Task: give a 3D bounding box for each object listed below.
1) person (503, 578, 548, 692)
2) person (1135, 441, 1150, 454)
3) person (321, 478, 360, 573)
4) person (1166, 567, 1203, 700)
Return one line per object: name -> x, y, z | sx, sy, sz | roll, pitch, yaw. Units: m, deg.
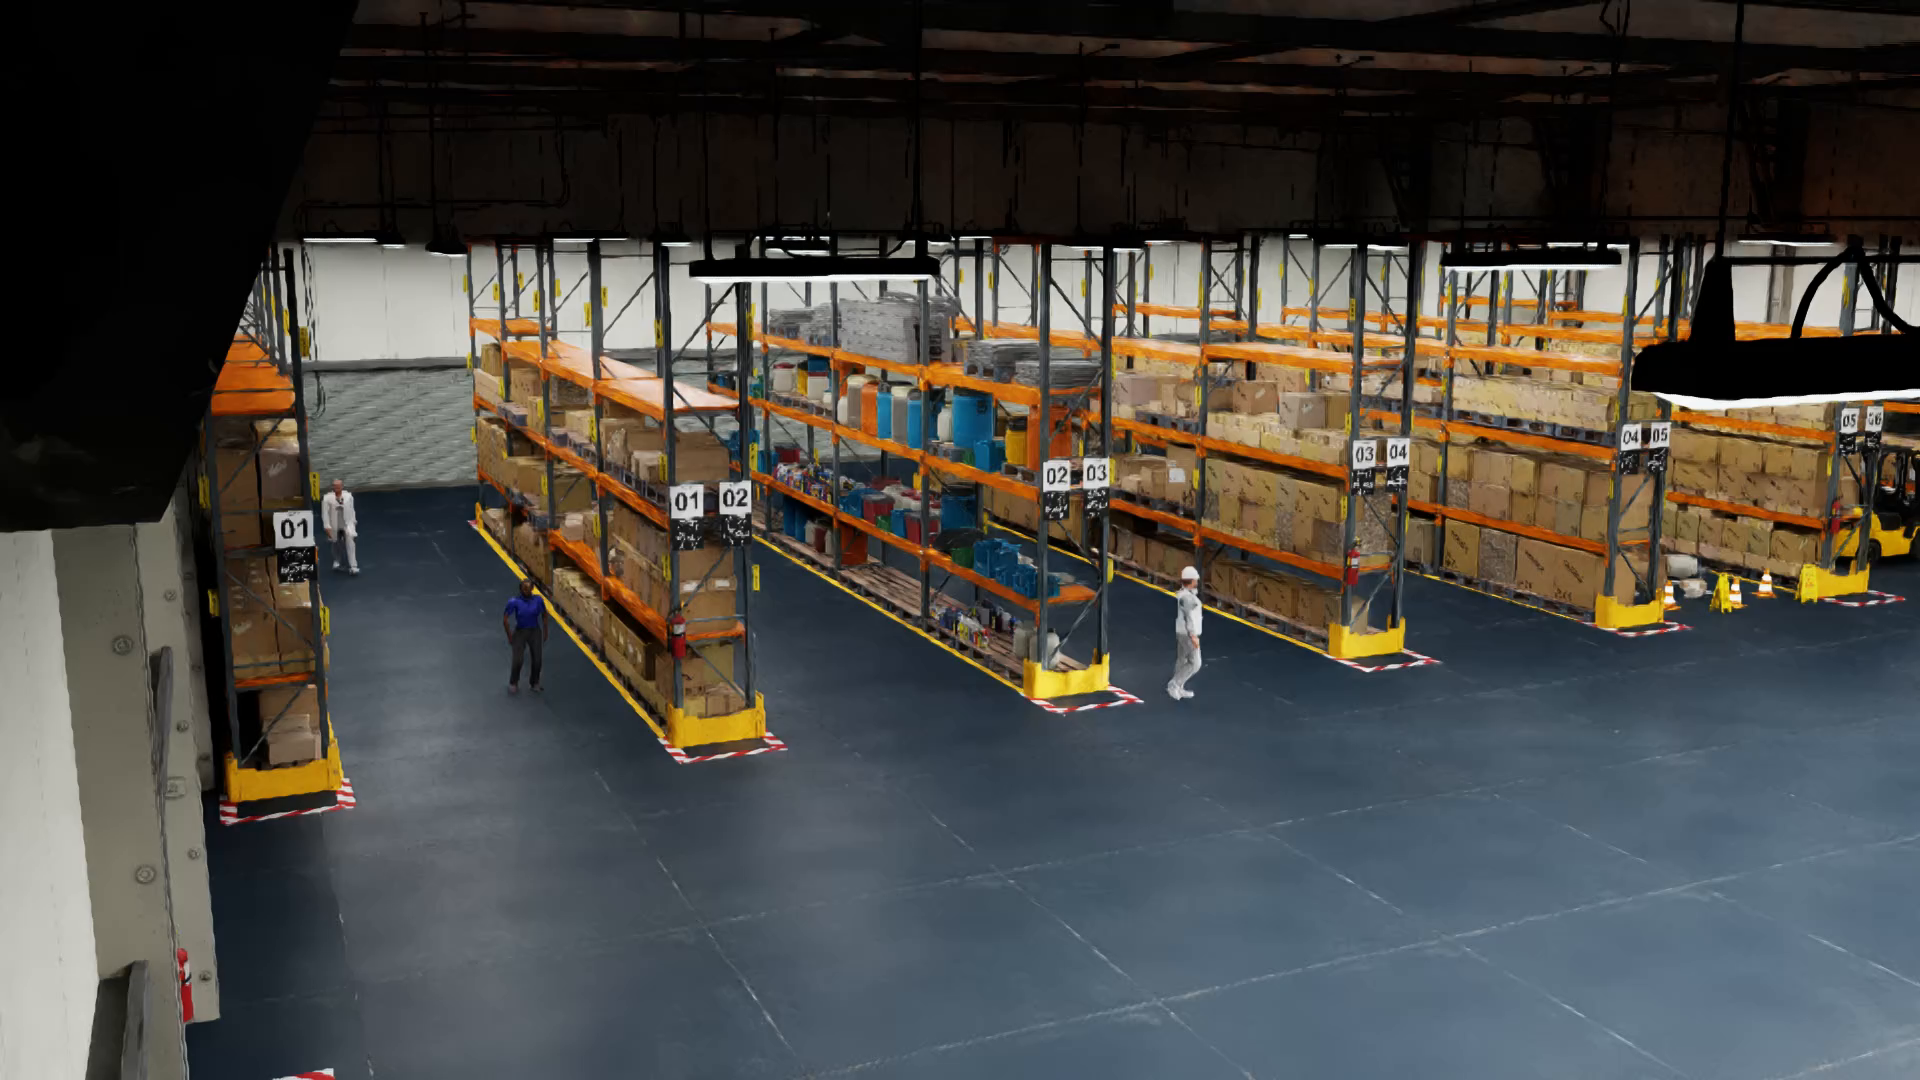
person -> -5.840, 1.274, 22.393 | 0.592, 1.604, 0.513 | -5, 12, -26
person -> 4.872, -3.207, 45.030 | 0.601, 1.774, 0.563 | 2, 11, 12
person -> -11.163, -0.273, 29.950 | 0.601, 1.694, 1.167 | -5, 12, -26
person -> 2.979, 1.238, 22.055 | 0.470, 1.763, 0.695 | 1, 11, 3
